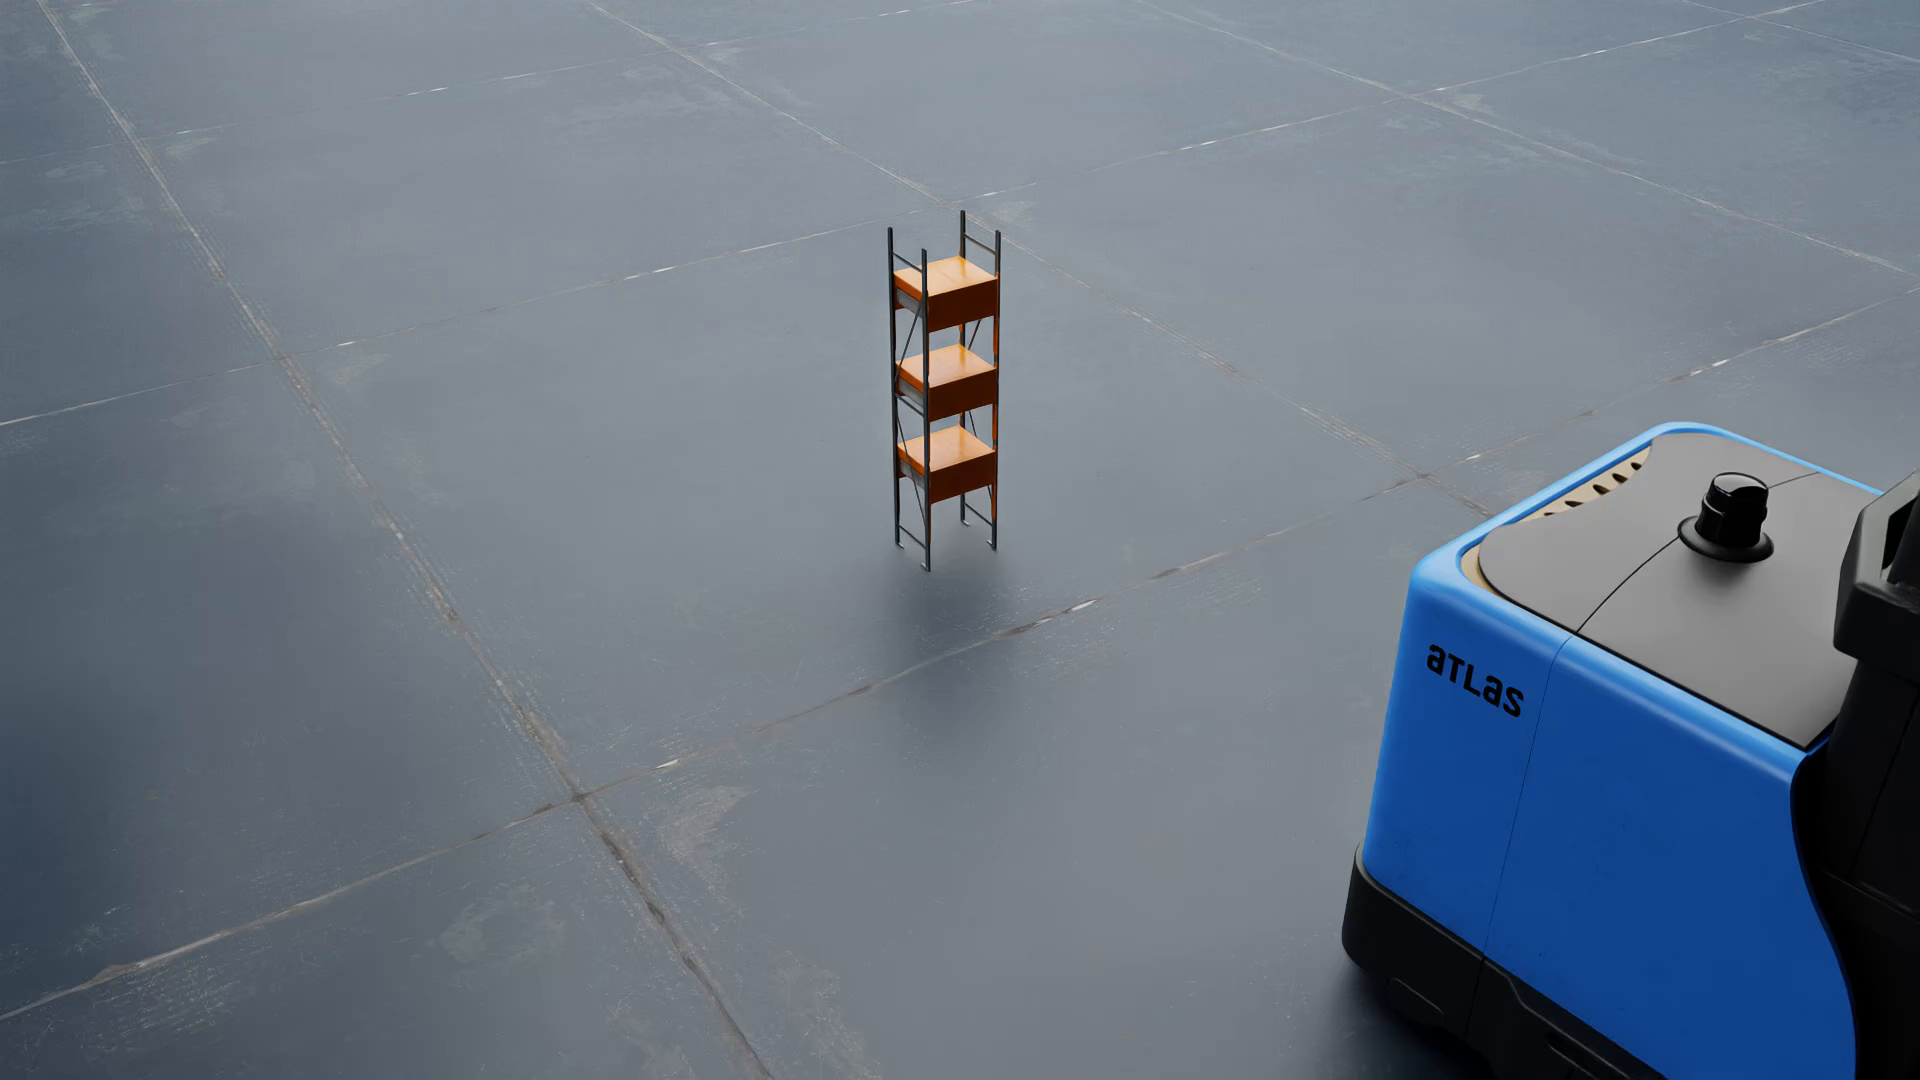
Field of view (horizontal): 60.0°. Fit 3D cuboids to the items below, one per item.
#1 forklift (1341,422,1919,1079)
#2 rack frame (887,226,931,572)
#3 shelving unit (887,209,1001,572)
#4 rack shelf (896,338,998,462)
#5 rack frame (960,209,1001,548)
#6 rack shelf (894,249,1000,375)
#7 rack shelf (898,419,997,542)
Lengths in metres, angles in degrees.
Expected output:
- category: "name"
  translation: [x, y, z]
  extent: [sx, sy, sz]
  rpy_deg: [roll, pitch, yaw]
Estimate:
- category: "forklift"
  translation: [2.179, 0.151, 2.263]
  extent: [1.130, 2.935, 3.031]
  rpy_deg: [-24, 39, -33]
- category: "rack frame"
  translation: [-0.148, -0.393, 4.889]
  extent: [0.008, 1.050, 0.200]
  rpy_deg: [-19, 37, -27]
- category: "shelving unit"
  translation: [-0.045, -0.429, 4.945]
  extent: [0.252, 1.050, 0.215]
  rpy_deg: [-19, 37, -27]
- category: "rack shelf"
  translation: [-0.045, -0.420, 4.951]
  extent: [0.240, 0.259, 0.215]
  rpy_deg: [-19, 37, -27]
- category: "rack frame"
  translation: [0.058, -0.464, 5.001]
  extent: [0.008, 1.050, 0.200]
  rpy_deg: [-19, 37, -27]
- category: "rack shelf"
  translation: [-0.045, -0.660, 4.800]
  extent: [0.240, 0.259, 0.215]
  rpy_deg: [-19, 37, -27]
- category: "rack shelf"
  translation: [-0.045, -0.185, 5.099]
  extent: [0.240, 0.259, 0.215]
  rpy_deg: [-19, 37, -27]
